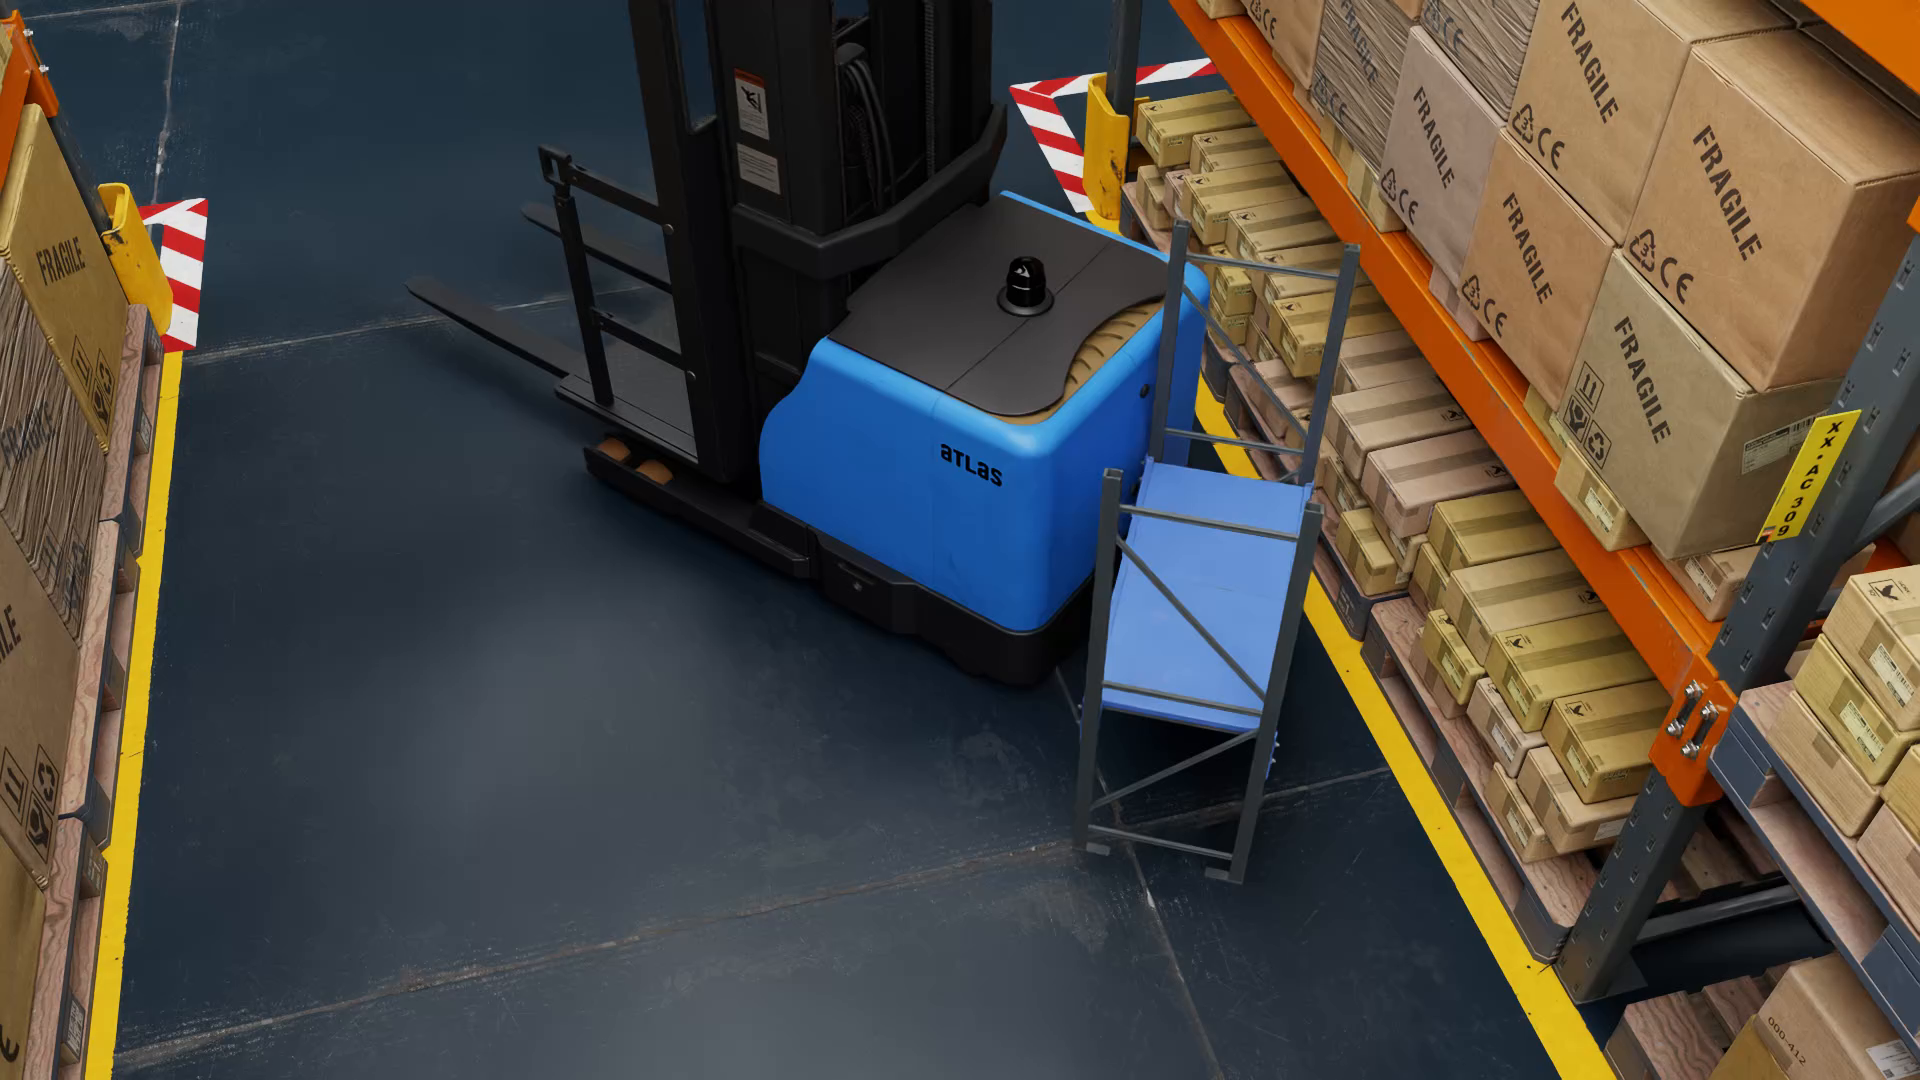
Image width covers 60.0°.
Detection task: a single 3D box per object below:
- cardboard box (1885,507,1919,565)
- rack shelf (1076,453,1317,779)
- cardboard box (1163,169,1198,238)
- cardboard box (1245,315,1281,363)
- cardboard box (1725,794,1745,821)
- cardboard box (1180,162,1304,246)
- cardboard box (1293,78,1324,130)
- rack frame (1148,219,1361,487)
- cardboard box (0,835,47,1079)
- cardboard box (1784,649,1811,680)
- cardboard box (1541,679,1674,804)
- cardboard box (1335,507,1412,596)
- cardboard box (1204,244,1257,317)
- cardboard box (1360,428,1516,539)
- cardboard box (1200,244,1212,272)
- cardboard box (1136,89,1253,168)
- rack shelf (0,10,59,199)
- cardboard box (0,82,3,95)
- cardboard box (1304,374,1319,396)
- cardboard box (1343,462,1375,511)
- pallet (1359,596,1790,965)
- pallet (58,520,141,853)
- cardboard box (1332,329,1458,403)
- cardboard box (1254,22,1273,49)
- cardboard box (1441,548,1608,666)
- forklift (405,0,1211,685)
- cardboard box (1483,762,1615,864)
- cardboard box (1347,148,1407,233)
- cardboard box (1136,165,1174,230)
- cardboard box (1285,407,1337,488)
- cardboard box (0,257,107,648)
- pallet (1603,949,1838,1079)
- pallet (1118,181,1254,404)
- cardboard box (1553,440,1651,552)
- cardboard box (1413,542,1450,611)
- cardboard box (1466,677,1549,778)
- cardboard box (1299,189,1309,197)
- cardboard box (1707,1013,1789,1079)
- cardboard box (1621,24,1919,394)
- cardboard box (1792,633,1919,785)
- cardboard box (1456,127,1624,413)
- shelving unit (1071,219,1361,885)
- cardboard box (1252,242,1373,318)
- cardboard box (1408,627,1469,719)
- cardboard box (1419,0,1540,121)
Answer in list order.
[{"bbox_3d":[2.377,-0.085,3.909,0.380,0.149,0.250,-9,46,-9],"label":"cardboard box"},{"bbox_3d":[0.696,0.187,4.769,0.538,0.185,1.000,10,46,10],"label":"rack shelf"},{"bbox_3d":[1.011,-1.324,6.442,0.380,0.149,0.250,-11,47,-11],"label":"cardboard box"},{"bbox_3d":[1.267,-0.717,6.055,0.380,0.149,0.250,-11,47,-10],"label":"cardboard box"},{"bbox_3d":[2.351,0.623,4.741,0.380,0.149,0.250,-13,47,-12],"label":"cardboard box"},{"bbox_3d":[1.042,-1.247,6.157,0.380,0.149,0.250,-11,47,-10],"label":"cardboard box"},{"bbox_3d":[1.278,-1.423,5.220,0.380,0.149,0.250,-12,47,-11],"label":"cardboard box"},{"bbox_3d":[0.821,-0.291,4.985,0.500,1.500,0.032,10,46,10],"label":"rack frame"},{"bbox_3d":[-2.779,1.046,3.818,0.875,0.875,0.875,-11,47,-10],"label":"cardboard box"},{"bbox_3d":[2.245,0.449,4.495,0.380,0.149,0.250,-9,46,-9],"label":"cardboard box"},{"bbox_3d":[1.791,0.527,4.419,0.380,0.149,0.250,-9,46,-9],"label":"cardboard box"},{"bbox_3d":[1.438,0.010,5.342,0.380,0.149,0.250,-11,47,-10],"label":"cardboard box"},{"bbox_3d":[1.120,-0.975,6.099,0.380,0.149,0.250,-9,46,-9],"label":"cardboard box"},{"bbox_3d":[1.467,-0.176,5.108,0.380,0.149,0.250,-13,47,-12],"label":"cardboard box"},{"bbox_3d":[1.150,-1.072,6.403,0.380,0.149,0.250,-10,46,-10],"label":"cardboard box"},{"bbox_3d":[0.915,-1.613,6.516,0.380,0.149,0.250,-13,47,-12],"label":"cardboard box"},{"bbox_3d":[-3.199,-0.210,4.359,1.077,0.370,4.000,-11,47,-10],"label":"rack shelf"},{"bbox_3d":[-3.234,-1.389,5.187,0.380,0.149,0.250,-10,46,-10],"label":"cardboard box"},{"bbox_3d":[1.389,-0.629,5.760,0.380,0.149,0.250,-9,46,-8],"label":"cardboard box"},{"bbox_3d":[1.476,-0.249,5.387,0.380,0.149,0.250,-13,47,-12],"label":"cardboard box"},{"bbox_3d":[1.927,0.601,5.013,1.003,0.211,1.213,-11,47,-10],"label":"pallet"},{"bbox_3d":[-3.122,0.512,5.100,1.003,0.211,1.213,-11,47,-10],"label":"pallet"},{"bbox_3d":[1.428,-0.552,5.476,0.380,0.149,0.250,-11,47,-10],"label":"cardboard box"},{"bbox_3d":[1.196,-1.790,5.580,0.380,0.149,0.250,-9,46,-8],"label":"cardboard box"},{"bbox_3d":[1.616,0.187,4.752,0.380,0.149,0.250,-11,47,-11],"label":"cardboard box"},{"bbox_3d":[-0.716,-1.423,5.092,3.031,2.935,1.130,27,51,24],"label":"forklift"},{"bbox_3d":[1.704,0.725,4.642,0.380,0.149,0.250,-10,46,-10],"label":"cardboard box"},{"bbox_3d":[1.364,-1.050,4.855,0.380,0.149,0.250,-10,46,-10],"label":"cardboard box"},{"bbox_3d":[0.934,-1.408,6.732,0.380,0.149,0.250,-10,46,-10],"label":"cardboard box"},{"bbox_3d":[1.343,-0.343,5.688,0.380,0.149,0.250,-11,47,-10],"label":"cardboard box"},{"bbox_3d":[-3.237,-0.190,5.030,0.875,0.875,0.875,-11,47,-10],"label":"cardboard box"},{"bbox_3d":[2.334,1.596,4.038,1.003,0.211,1.213,-11,47,-10],"label":"pallet"},{"bbox_3d":[1.302,-1.083,6.664,1.003,0.211,1.213,-11,47,-10],"label":"pallet"},{"bbox_3d":[1.663,-0.142,3.965,0.380,0.149,0.250,-12,47,-11],"label":"cardboard box"},{"bbox_3d":[1.609,0.112,5.033,0.380,0.149,0.250,-10,46,-10],"label":"cardboard box"},{"bbox_3d":[1.664,0.485,4.668,0.380,0.149,0.250,-13,47,-12],"label":"cardboard box"},{"bbox_3d":[1.535,-1.430,6.545,0.380,0.149,0.250,-12,47,-11],"label":"cardboard box"},{"bbox_3d":[2.066,1.369,3.764,0.500,0.500,0.500,-9,46,-9],"label":"cardboard box"},{"bbox_3d":[1.751,-0.682,3.340,0.500,0.500,0.500,-12,47,-12],"label":"cardboard box"},{"bbox_3d":[1.789,0.275,3.054,0.380,0.149,0.250,-10,46,-10],"label":"cardboard box"},{"bbox_3d":[1.605,-0.698,4.055,0.500,0.500,0.500,-12,47,-11],"label":"cardboard box"},{"bbox_3d":[0.696,0.061,4.640,0.538,1.500,1.048,10,46,10],"label":"shelving unit"},{"bbox_3d":[1.248,-0.898,5.815,0.380,0.149,0.250,-9,46,-9],"label":"cardboard box"},{"bbox_3d":[1.588,0.359,5.000,0.380,0.149,0.250,-12,47,-12],"label":"cardboard box"},{"bbox_3d":[1.497,-1.394,4.037,0.500,0.500,0.500,-10,46,-9],"label":"cardboard box"}]
